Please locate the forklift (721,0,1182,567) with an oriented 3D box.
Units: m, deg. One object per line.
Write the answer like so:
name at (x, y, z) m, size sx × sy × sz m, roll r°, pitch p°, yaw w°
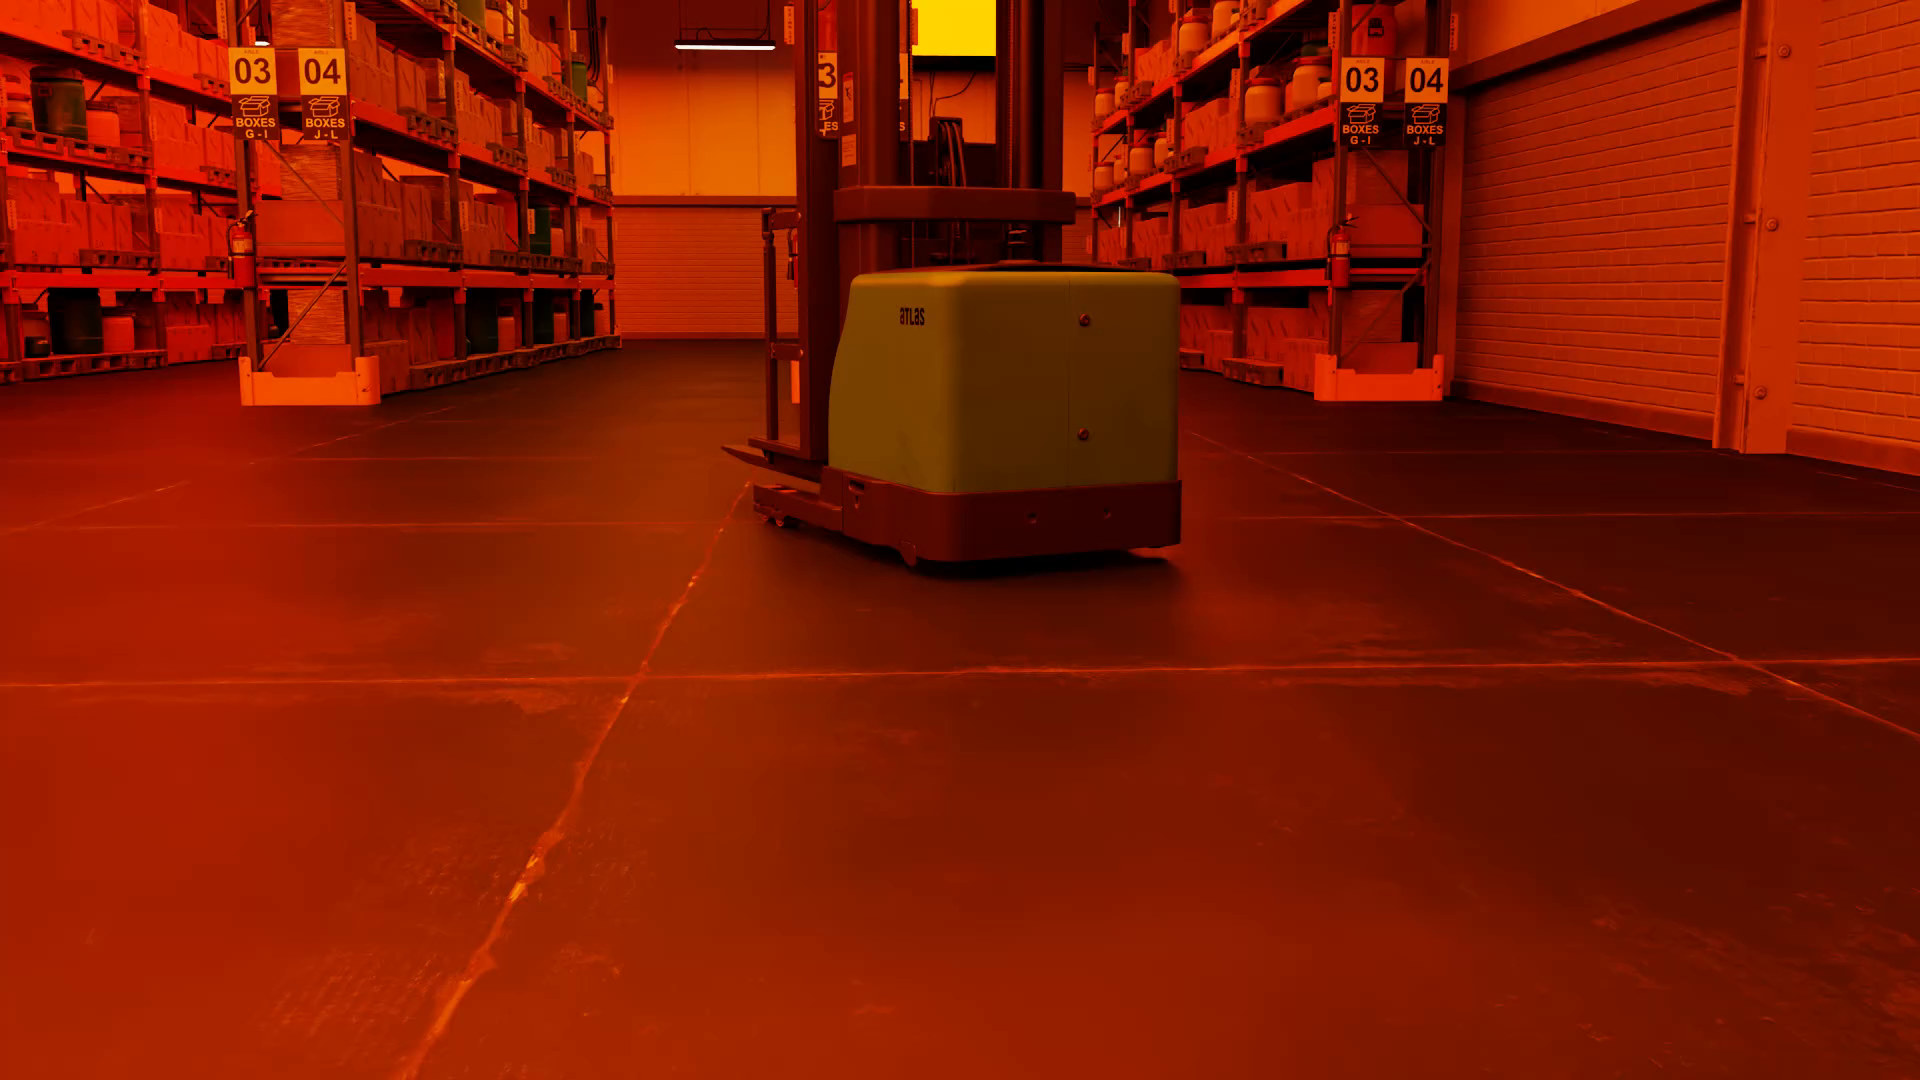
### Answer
forklift at (-0.264, -1.530, 7.137) m, size 1.130 × 2.935 × 3.031 m, roll -4°, pitch 9°, yaw -25°
